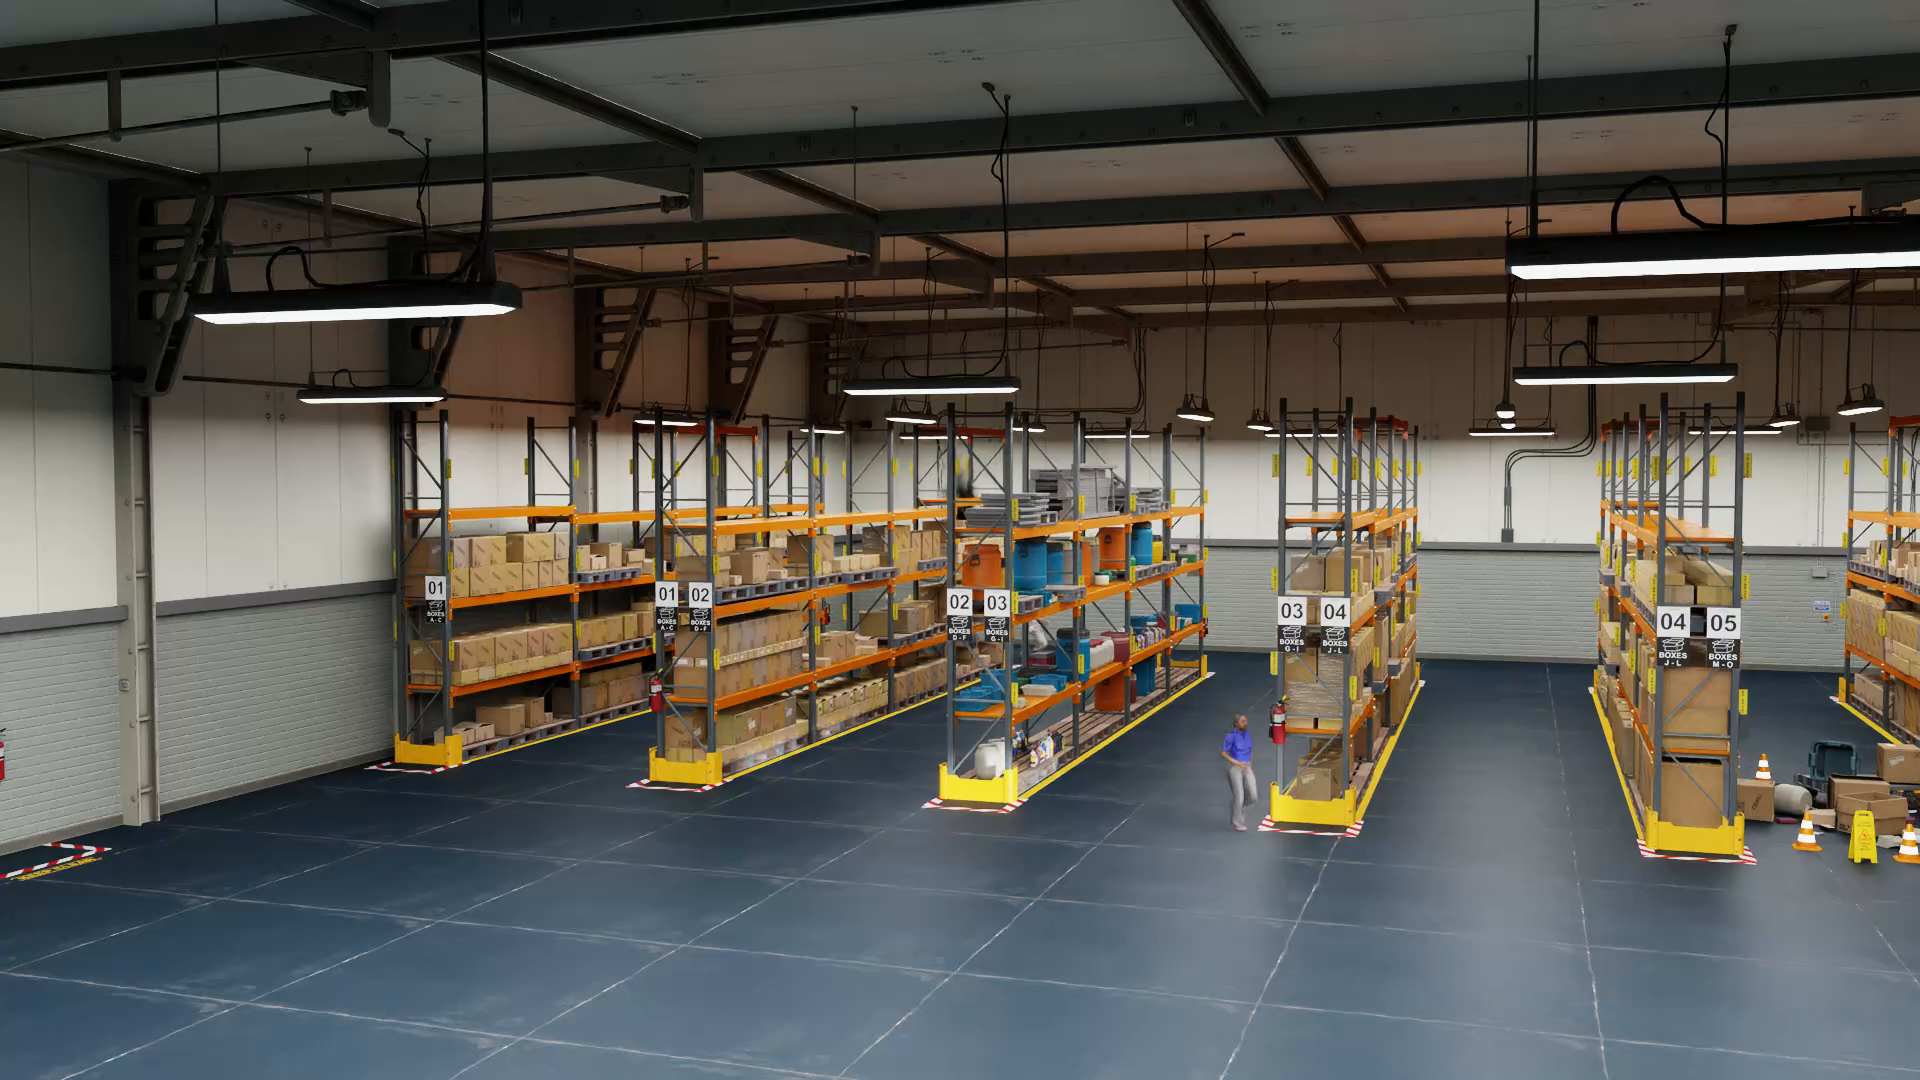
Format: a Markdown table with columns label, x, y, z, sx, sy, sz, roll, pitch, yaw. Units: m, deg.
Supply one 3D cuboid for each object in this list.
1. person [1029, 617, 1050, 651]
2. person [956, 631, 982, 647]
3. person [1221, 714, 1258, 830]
| label | x | y | z | sx | sy | sz | roll | pitch | yaw |
| --- | --- | --- | --- | --- | --- | --- | --- | --- | --- |
| person | 1.987 | 2.345 | 42.535 | 0.631 | 1.776 | 0.742 | 1 | 3 | 29 |
| person | 0.290 | 2.280 | 43.165 | 0.912 | 1.778 | 0.670 | 1 | 3 | 23 |
| person | 3.880 | 3.207 | 22.986 | 0.578 | 1.619 | 0.546 | -1 | 3 | -30 |
